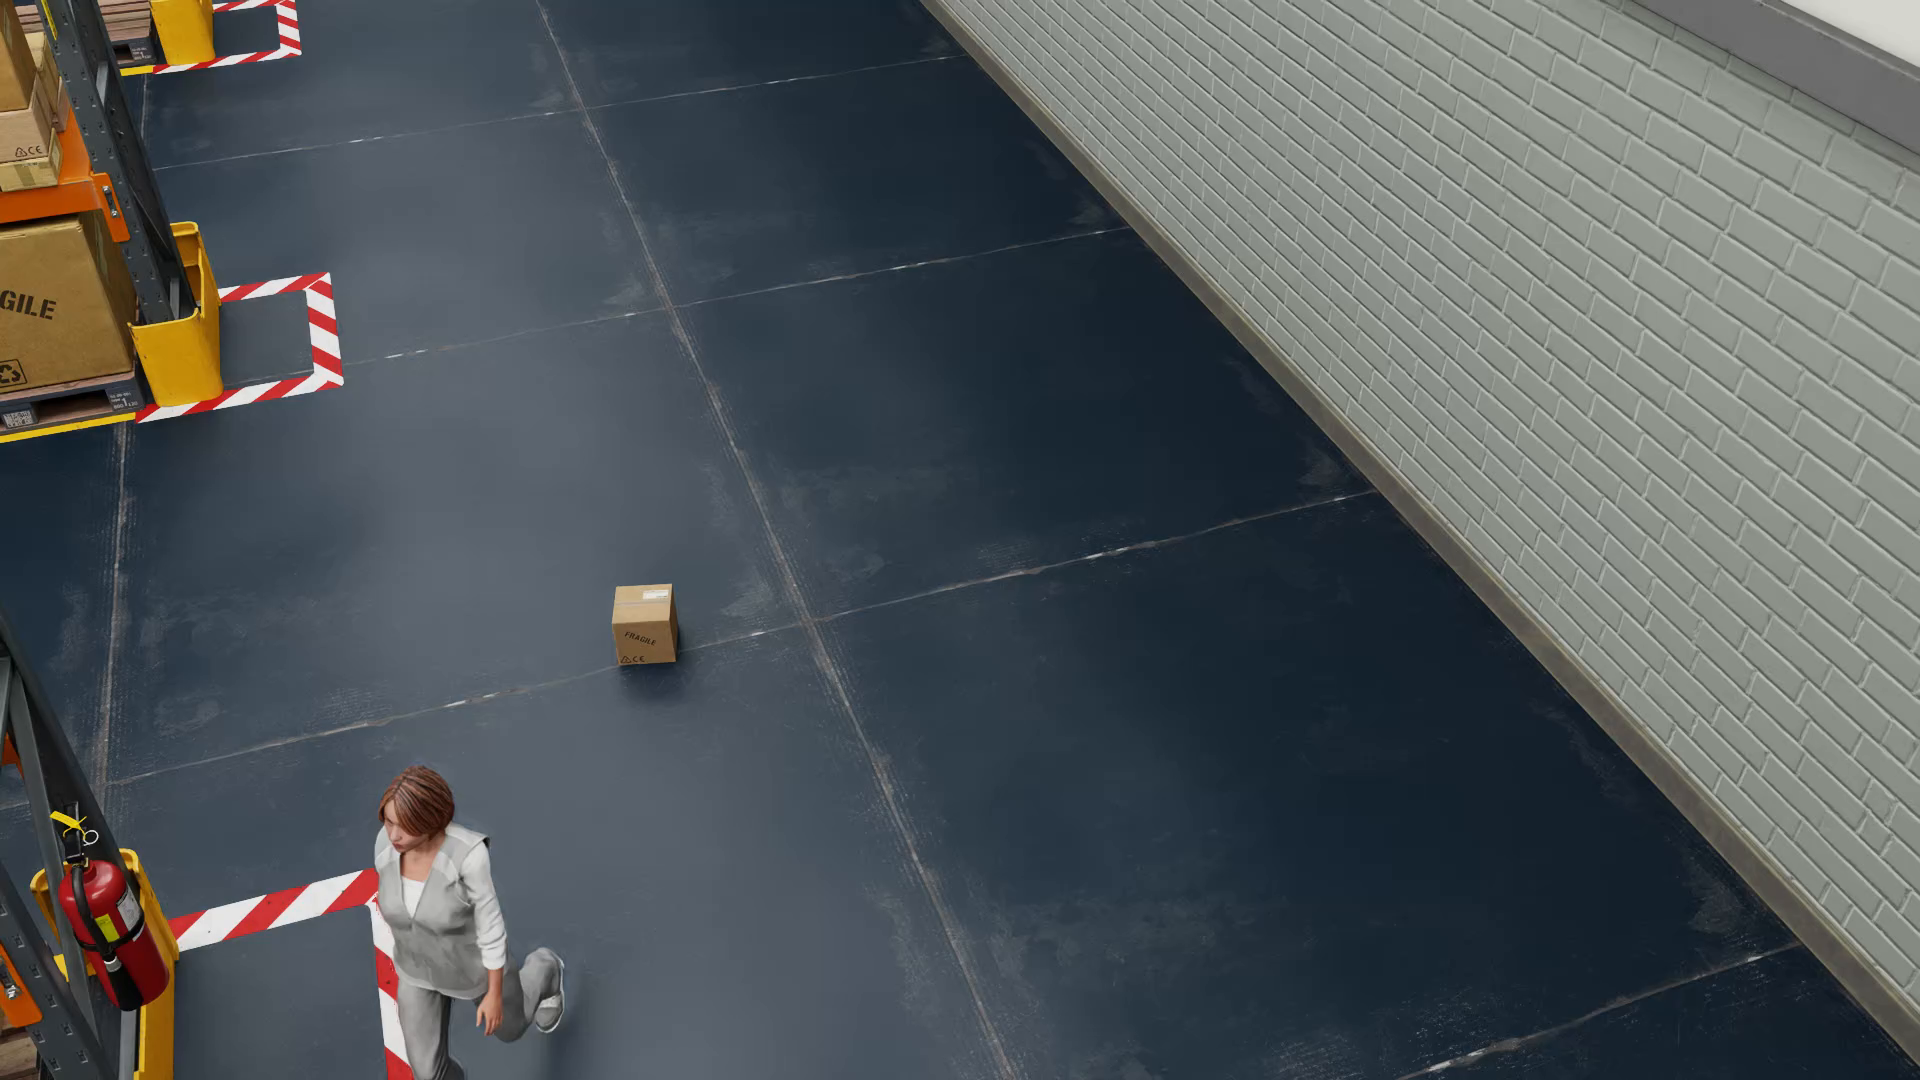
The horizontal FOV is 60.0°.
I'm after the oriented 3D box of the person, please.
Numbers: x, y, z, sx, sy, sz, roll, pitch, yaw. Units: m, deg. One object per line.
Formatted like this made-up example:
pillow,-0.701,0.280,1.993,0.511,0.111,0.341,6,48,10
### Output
person,-1.540,1.268,5.171,0.397,1.553,0.841,5,39,6
